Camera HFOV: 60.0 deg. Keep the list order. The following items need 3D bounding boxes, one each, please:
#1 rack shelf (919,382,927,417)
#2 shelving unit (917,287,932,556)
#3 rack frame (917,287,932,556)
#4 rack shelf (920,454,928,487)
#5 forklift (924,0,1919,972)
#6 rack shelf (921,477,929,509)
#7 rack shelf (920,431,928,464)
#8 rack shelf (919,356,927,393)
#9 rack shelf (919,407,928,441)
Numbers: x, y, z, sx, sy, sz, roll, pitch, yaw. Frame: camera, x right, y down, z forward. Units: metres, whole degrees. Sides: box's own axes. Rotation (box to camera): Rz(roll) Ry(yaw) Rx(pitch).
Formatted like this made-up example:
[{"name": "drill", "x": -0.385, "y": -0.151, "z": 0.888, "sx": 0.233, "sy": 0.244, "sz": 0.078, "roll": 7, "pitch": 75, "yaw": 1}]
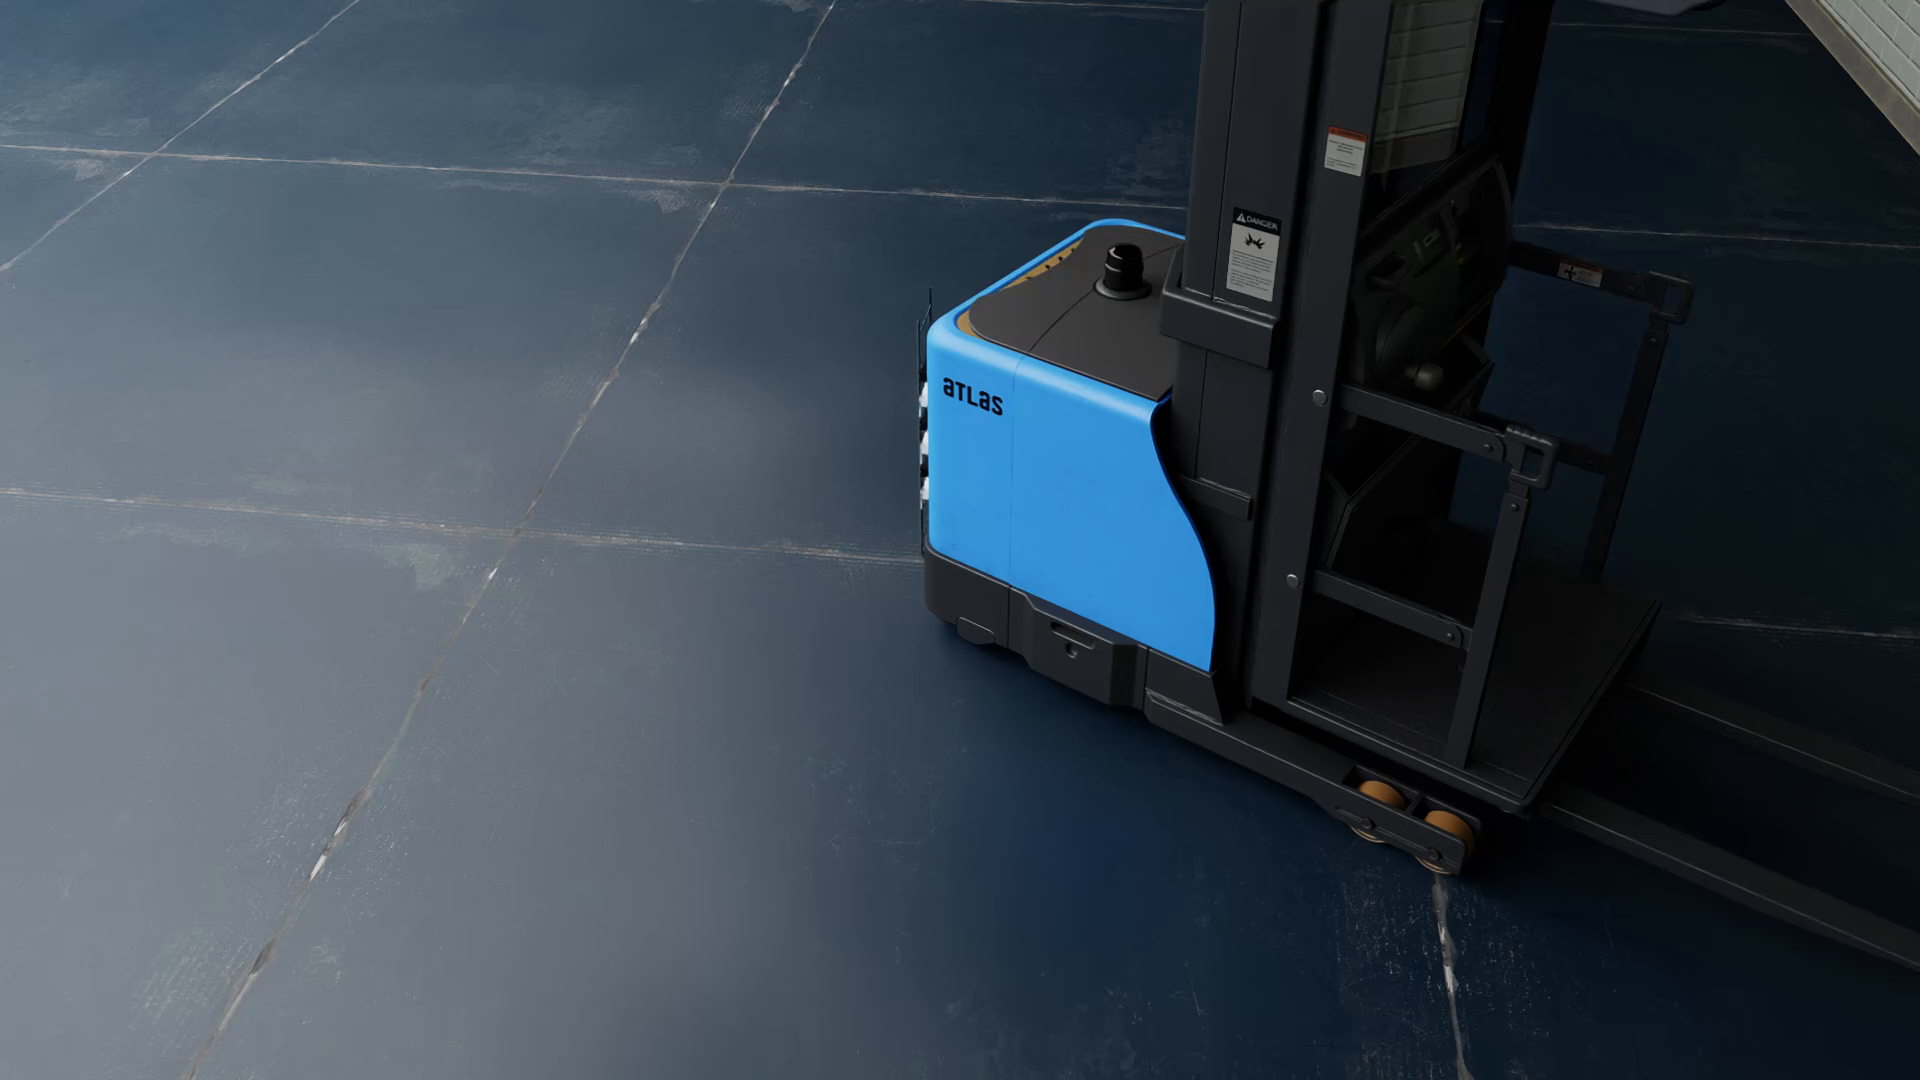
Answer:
[{"name": "rack shelf", "x": -0.012, "y": -0.488, "z": 5.406, "sx": 0.200, "sy": 0.077, "sz": 0.258, "roll": 5, "pitch": 36, "yaw": 7}, {"name": "shelving unit", "x": -0.012, "y": -0.369, "z": 5.492, "sx": 0.210, "sy": 0.900, "sz": 0.258, "roll": 5, "pitch": 36, "yaw": 7}, {"name": "rack frame", "x": -0.112, "y": -0.379, "z": 5.505, "sx": 0.006, "sy": 0.900, "sz": 0.240, "roll": 5, "pitch": 36, "yaw": 7}, {"name": "rack shelf", "x": -0.012, "y": -0.269, "z": 5.564, "sx": 0.200, "sy": 0.077, "sz": 0.258, "roll": 5, "pitch": 36, "yaw": 7}, {"name": "forklift", "x": 1.372, "y": -0.646, "z": 4.132, "sx": 3.031, "sy": 2.935, "sz": 1.130, "roll": 23, "pitch": 42, "yaw": 29}, {"name": "rack shelf", "x": -0.012, "y": -0.196, "z": 5.616, "sx": 0.200, "sy": 0.077, "sz": 0.258, "roll": 5, "pitch": 36, "yaw": 7}, {"name": "rack shelf", "x": -0.012, "y": -0.342, "z": 5.511, "sx": 0.200, "sy": 0.077, "sz": 0.258, "roll": 5, "pitch": 36, "yaw": 7}, {"name": "rack shelf", "x": -0.012, "y": -0.561, "z": 5.354, "sx": 0.200, "sy": 0.077, "sz": 0.258, "roll": 5, "pitch": 36, "yaw": 7}, {"name": "rack shelf", "x": -0.012, "y": -0.415, "z": 5.459, "sx": 0.200, "sy": 0.077, "sz": 0.258, "roll": 5, "pitch": 36, "yaw": 7}]
